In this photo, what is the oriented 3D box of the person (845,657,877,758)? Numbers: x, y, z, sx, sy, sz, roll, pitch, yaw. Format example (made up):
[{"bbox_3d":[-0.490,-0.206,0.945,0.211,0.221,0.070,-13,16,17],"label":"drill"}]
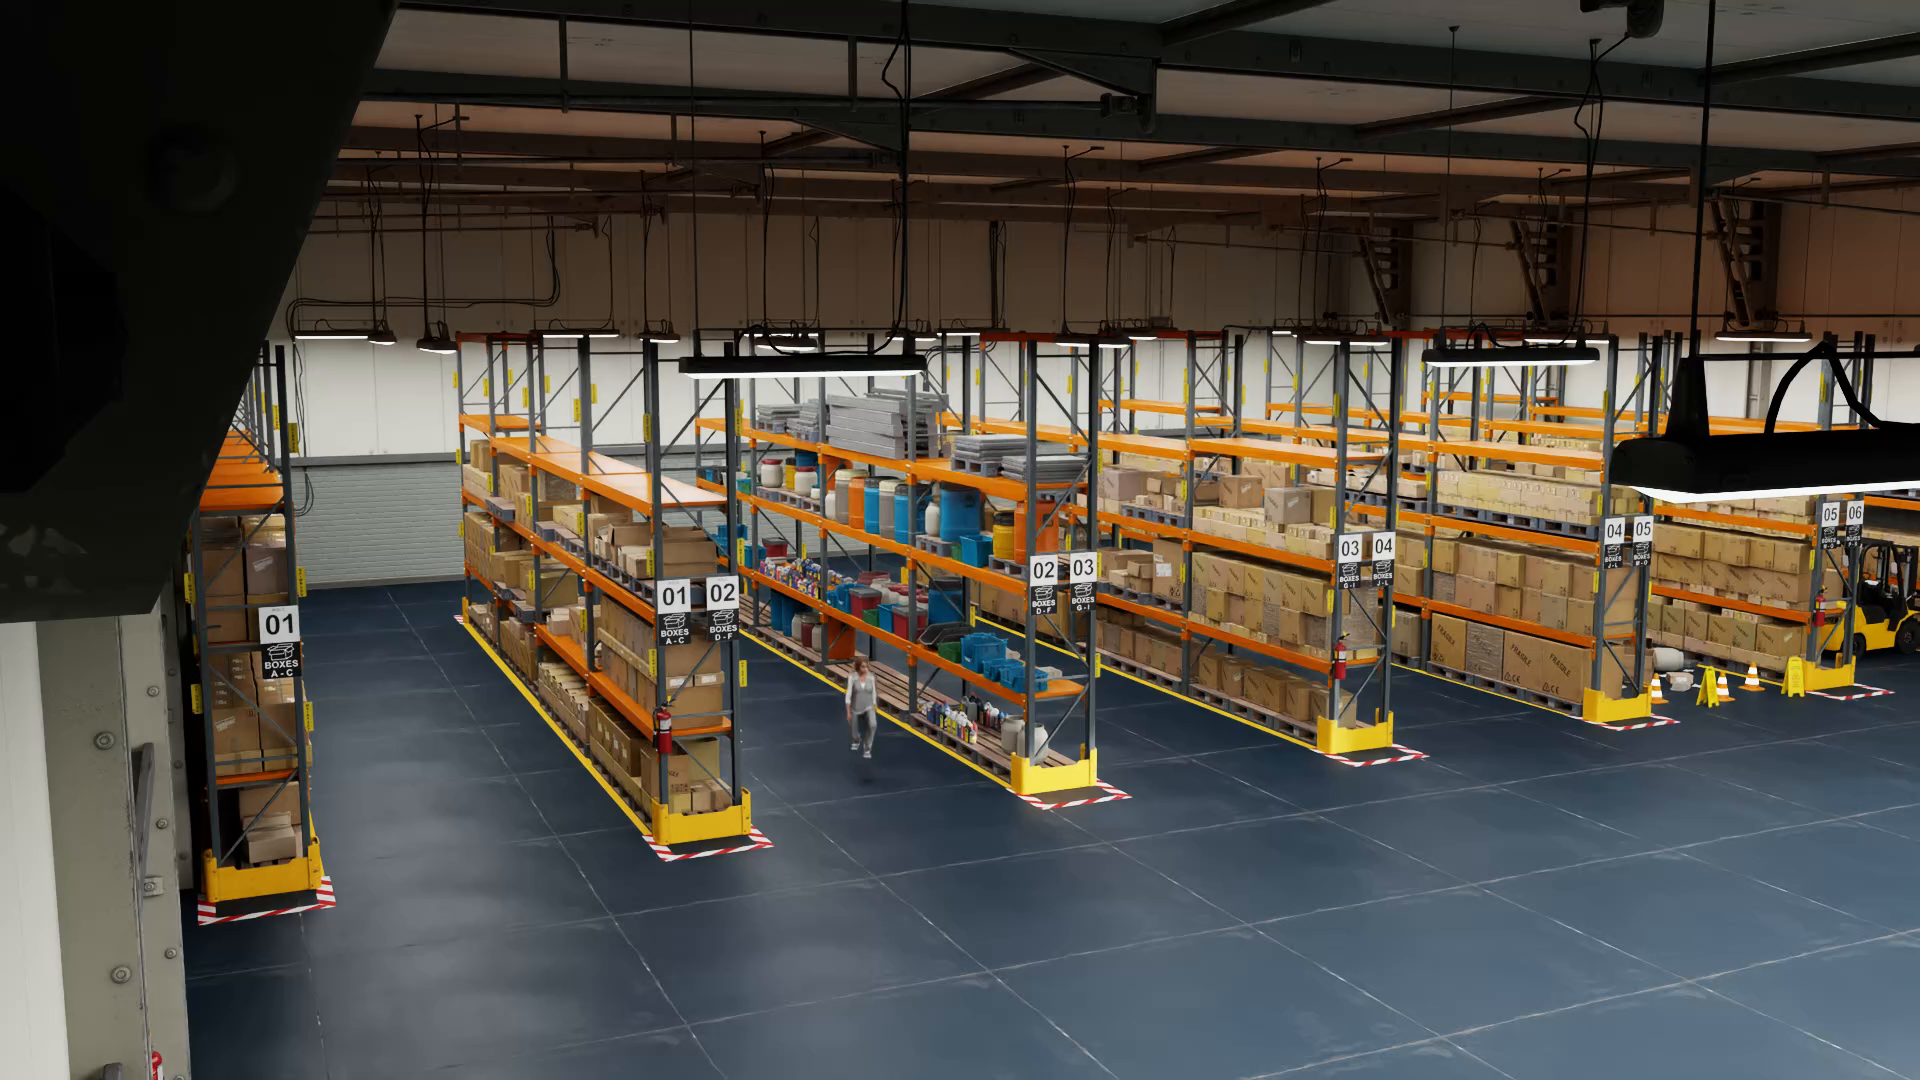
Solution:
[{"bbox_3d":[-1.363,2.302,22.966,0.442,1.389,0.893,-1,8,-8],"label":"person"}]

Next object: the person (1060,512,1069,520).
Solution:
[{"bbox_3d":[2.666,-0.076,41.356,0.488,1.648,0.844,5,9,32],"label":"person"}]
